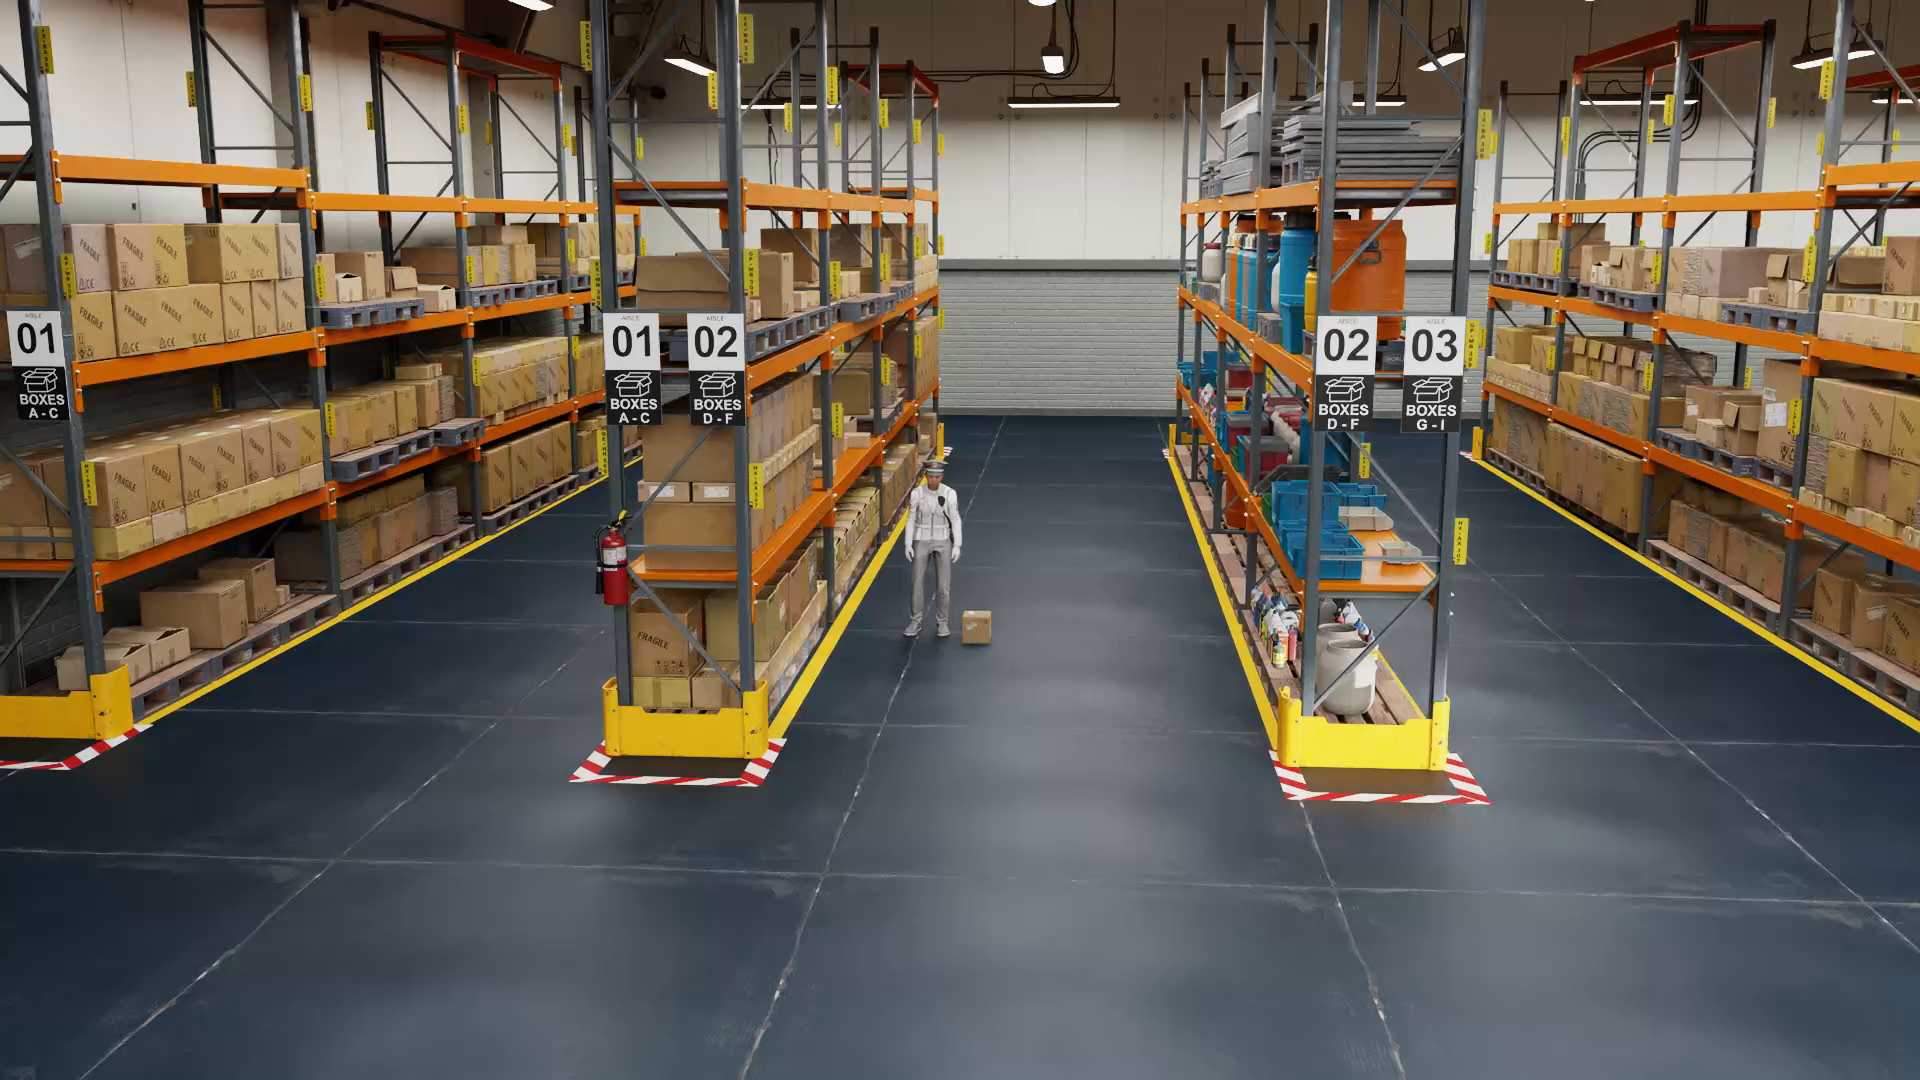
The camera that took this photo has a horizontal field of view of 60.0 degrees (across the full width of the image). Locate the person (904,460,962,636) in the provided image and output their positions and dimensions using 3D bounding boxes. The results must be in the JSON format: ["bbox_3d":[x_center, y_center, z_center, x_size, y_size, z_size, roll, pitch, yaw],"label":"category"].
[{"bbox_3d":[-0.255,0.063,15.580,0.547,1.667,0.370,0,11,2],"label":"person"}]
